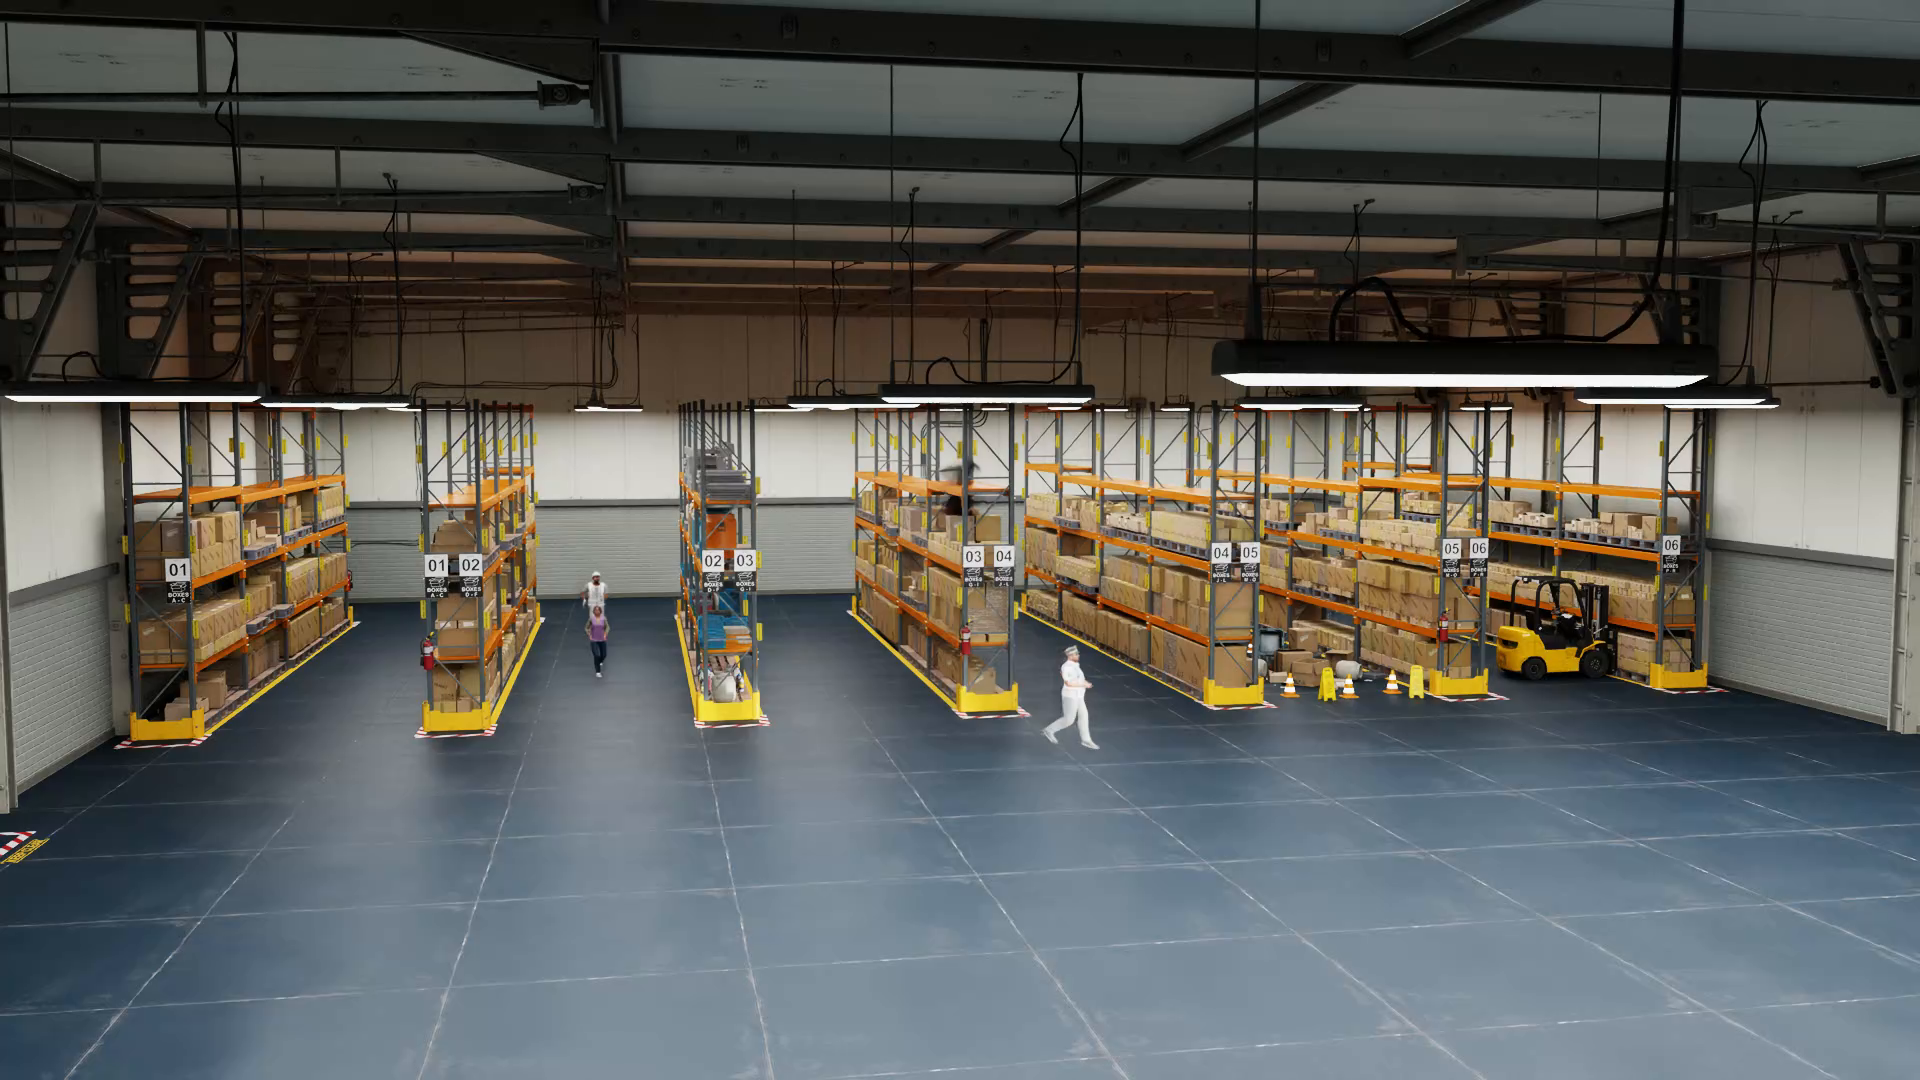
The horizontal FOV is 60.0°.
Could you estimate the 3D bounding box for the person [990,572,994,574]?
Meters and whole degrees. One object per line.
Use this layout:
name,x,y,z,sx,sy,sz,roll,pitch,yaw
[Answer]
person,1.157,1.171,49.046,0.550,1.719,0.789,-3,5,-37

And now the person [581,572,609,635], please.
person,-9.168,1.673,41.925,0.664,1.741,0.635,-2,5,-22

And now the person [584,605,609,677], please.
person,-7.938,2.202,36.389,0.537,1.549,0.594,-1,5,-19

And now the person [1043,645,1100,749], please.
person,1.905,2.686,28.439,0.976,1.792,0.661,1,4,16
